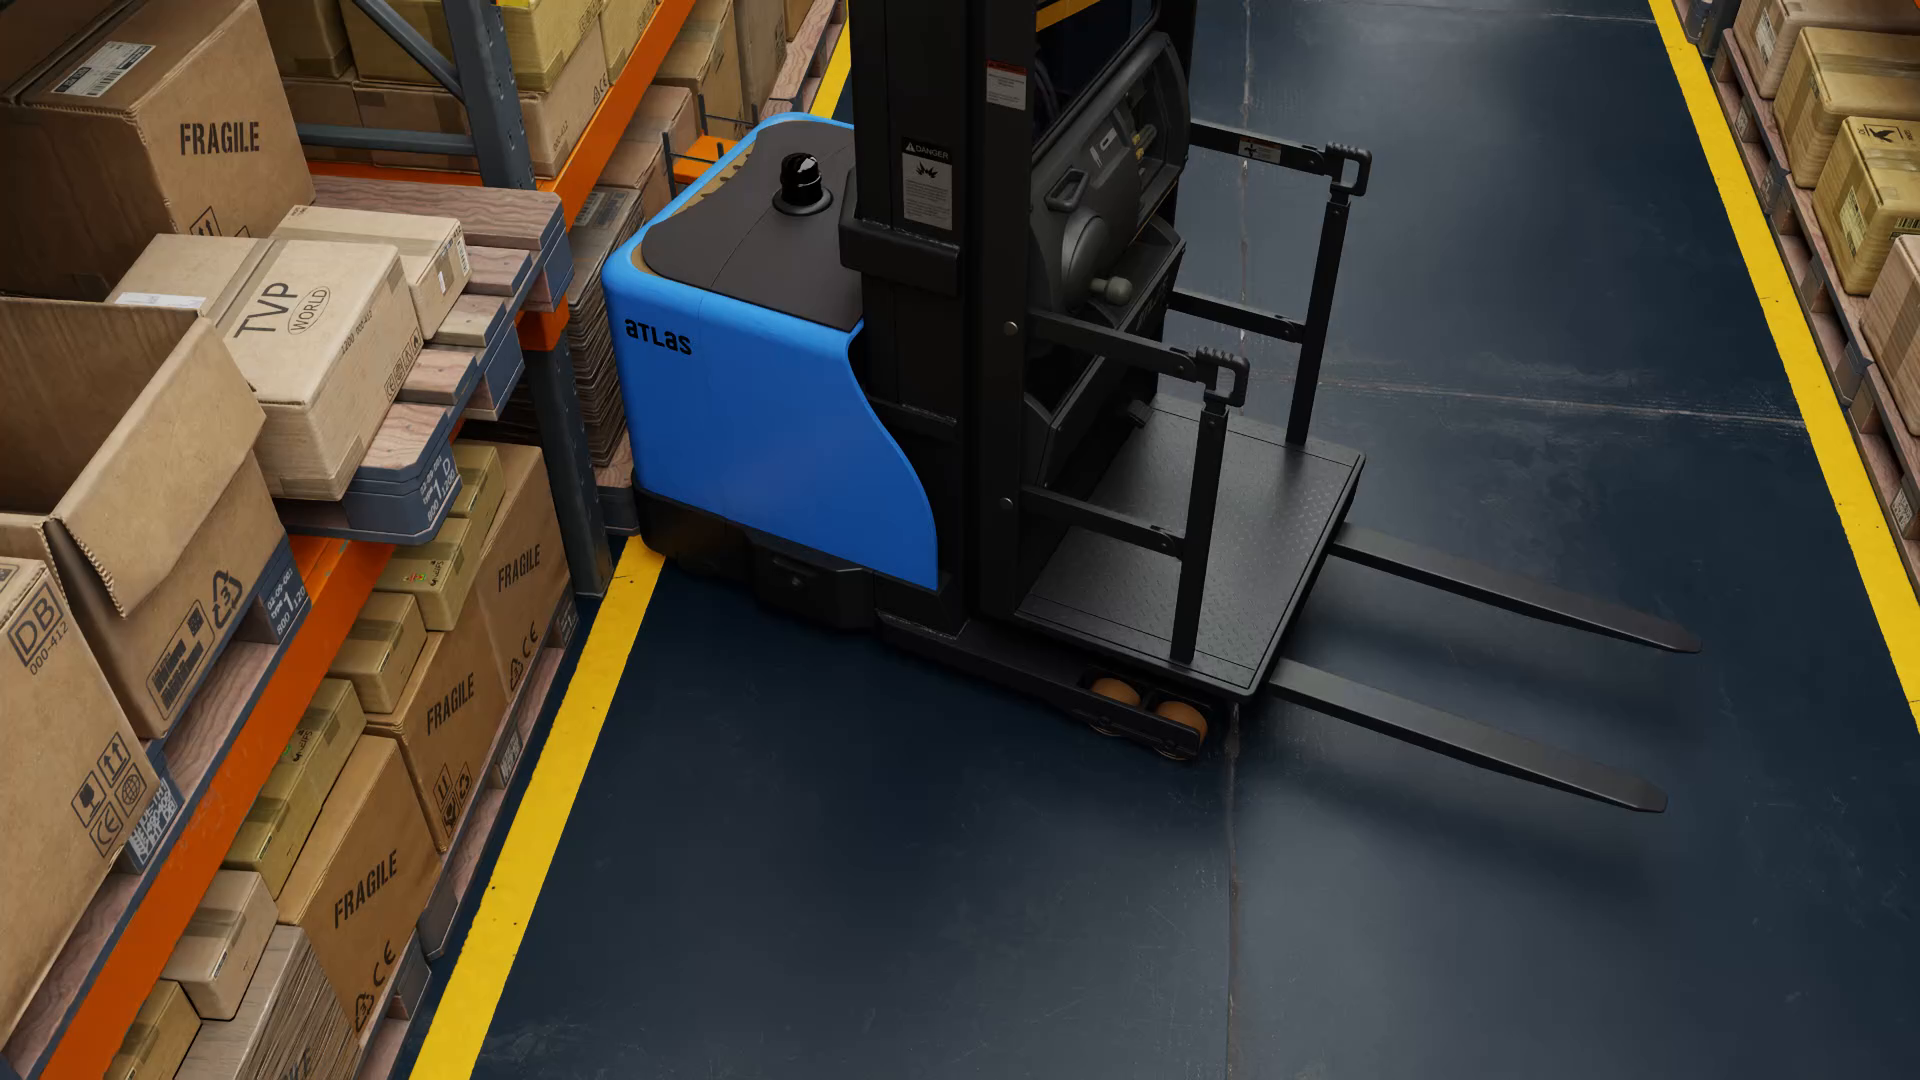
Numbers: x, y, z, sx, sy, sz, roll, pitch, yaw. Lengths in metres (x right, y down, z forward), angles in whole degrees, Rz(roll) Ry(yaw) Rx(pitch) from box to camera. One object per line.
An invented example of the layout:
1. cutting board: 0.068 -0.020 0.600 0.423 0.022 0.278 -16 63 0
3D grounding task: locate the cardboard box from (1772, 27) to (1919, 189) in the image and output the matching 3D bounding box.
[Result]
1. cardboard box: 3.718 -1.623 6.388 0.950 0.372 0.625 8 44 8

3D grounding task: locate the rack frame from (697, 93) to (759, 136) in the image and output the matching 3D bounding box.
1. rack frame: -0.721 -0.991 5.526 0.200 1.050 0.008 14 46 14

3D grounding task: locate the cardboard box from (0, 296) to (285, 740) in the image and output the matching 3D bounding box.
1. cardboard box: -1.605 -0.056 2.746 0.797 0.503 0.637 4 44 5

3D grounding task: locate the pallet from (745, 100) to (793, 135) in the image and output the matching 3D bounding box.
1. pallet: -1.261 -1.369 6.542 1.003 0.211 1.213 5 44 6

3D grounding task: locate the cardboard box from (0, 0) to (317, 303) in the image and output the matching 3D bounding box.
1. cardboard box: -1.795 -0.847 3.585 0.500 0.500 0.500 7 44 7

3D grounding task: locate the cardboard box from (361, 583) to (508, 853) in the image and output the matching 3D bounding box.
1. cardboard box: -1.492 0.408 4.150 0.500 0.500 0.500 5 44 5

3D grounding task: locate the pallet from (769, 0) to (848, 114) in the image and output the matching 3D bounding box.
1. pallet: -1.102 -2.203 7.423 1.003 0.211 1.213 5 44 6

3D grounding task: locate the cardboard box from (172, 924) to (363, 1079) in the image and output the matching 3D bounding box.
1. cardboard box: -1.609 1.121 3.397 0.500 0.500 0.500 4 44 4

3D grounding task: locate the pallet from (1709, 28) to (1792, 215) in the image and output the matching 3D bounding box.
1. pallet: 3.776 -1.729 6.922 1.003 0.211 1.213 5 44 6

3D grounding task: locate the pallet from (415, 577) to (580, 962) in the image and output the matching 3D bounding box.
1. pallet: -1.709 0.523 4.544 1.003 0.211 1.213 5 44 6

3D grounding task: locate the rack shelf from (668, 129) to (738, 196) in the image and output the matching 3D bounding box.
1. rack shelf: -0.763 -1.108 5.254 0.215 0.259 0.240 14 46 14

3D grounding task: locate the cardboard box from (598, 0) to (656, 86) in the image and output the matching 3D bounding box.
1. cardboard box: -1.200 -1.563 4.828 0.500 0.250 0.500 4 44 5

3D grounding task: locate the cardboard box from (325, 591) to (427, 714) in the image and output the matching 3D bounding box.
1. cardboard box: -1.471 0.249 3.847 0.380 0.149 0.250 4 44 4

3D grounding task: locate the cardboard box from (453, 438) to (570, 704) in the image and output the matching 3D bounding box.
1. cardboard box: -1.415 0.068 4.509 0.500 0.500 0.500 6 44 7

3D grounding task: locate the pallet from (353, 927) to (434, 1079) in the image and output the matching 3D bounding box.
1. pallet: -1.872 1.352 3.668 1.003 0.211 1.213 5 44 6

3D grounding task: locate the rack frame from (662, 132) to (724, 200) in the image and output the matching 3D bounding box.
1. rack frame: -0.802 -0.831 5.361 0.200 1.050 0.008 14 46 14

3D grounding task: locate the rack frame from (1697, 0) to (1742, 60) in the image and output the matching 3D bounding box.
1. rack frame: 3.877 -3.272 6.524 1.000 3.000 0.127 5 44 6

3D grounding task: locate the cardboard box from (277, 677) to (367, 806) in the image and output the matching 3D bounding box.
1. cardboard box: -1.550 0.424 3.661 0.380 0.149 0.250 6 44 7

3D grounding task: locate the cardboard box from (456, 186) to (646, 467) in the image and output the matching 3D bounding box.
1. cardboard box: -1.476 -0.709 5.239 0.875 0.625 0.625 7 44 7

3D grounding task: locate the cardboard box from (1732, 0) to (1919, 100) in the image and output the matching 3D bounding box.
1. cardboard box: 3.810 -2.113 6.906 0.950 0.372 0.625 6 44 6

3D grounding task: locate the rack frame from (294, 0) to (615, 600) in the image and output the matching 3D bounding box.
1. rack frame: -1.572 -0.995 4.119 1.000 3.000 0.127 5 44 6

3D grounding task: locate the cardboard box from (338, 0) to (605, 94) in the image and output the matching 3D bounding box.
1. cardboard box: -1.247 -1.400 4.292 0.500 0.250 0.500 5 44 5

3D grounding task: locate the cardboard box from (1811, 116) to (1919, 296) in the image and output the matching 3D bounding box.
1. cardboard box: 3.628 -1.149 5.887 0.950 0.372 0.625 7 44 7

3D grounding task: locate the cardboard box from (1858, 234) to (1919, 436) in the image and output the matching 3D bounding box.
1. cardboard box: 3.522 -0.632 5.342 0.950 0.372 0.625 4 44 5

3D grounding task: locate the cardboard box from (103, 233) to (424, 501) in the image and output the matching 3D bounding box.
1. cardboard box: -1.391 -0.344 3.236 0.500 0.250 0.500 3 44 4

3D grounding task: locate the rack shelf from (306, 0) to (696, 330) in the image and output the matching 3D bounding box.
1. rack shelf: -1.308 -2.097 5.806 1.077 0.370 4.000 5 44 6

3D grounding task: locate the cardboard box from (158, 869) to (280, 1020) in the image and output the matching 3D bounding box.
1. cardboard box: -1.590 0.786 3.280 0.380 0.149 0.250 3 44 4

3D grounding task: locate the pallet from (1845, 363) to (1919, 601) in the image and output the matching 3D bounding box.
1. pallet: 3.453 -0.066 5.166 1.003 0.211 1.213 5 44 6

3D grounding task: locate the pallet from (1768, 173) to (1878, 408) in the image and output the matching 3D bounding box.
1. pallet: 3.617 -0.895 6.042 1.003 0.211 1.213 5 44 6

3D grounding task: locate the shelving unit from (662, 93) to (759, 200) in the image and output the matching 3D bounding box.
1. shelving unit: -0.761 -0.911 5.444 0.215 1.050 0.252 14 46 14

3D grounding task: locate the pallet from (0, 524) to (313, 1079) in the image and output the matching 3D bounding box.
1. pallet: -1.825 0.401 2.785 1.003 0.211 1.213 5 44 6

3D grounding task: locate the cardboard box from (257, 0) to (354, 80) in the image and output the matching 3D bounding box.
1. cardboard box: -1.788 -1.453 4.349 0.500 0.250 0.500 6 44 6

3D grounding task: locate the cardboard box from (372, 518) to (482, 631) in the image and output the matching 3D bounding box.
1. cardboard box: -1.392 0.073 4.032 0.380 0.149 0.250 3 44 3

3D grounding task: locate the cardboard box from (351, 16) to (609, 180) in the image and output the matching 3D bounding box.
1. cardboard box: -1.272 -1.221 4.467 0.500 0.250 0.500 5 44 6

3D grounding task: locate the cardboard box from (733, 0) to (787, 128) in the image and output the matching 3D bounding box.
1. cardboard box: -1.212 -2.126 6.736 0.875 0.625 0.625 5 44 5

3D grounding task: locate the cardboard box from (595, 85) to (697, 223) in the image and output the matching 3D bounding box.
1. cardboard box: -1.398 -1.155 5.710 0.875 0.625 0.625 7 44 7

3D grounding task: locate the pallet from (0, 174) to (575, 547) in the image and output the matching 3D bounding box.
1. pallet: -1.592 -0.457 3.690 1.213 0.211 1.003 5 44 6

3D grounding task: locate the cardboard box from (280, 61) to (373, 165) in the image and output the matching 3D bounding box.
1. cardboard box: -1.767 -1.270 4.519 0.500 0.250 0.500 4 44 5

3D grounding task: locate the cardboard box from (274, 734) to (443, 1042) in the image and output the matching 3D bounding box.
1. cardboard box: -1.558 0.765 3.773 0.500 0.500 0.500 7 44 7

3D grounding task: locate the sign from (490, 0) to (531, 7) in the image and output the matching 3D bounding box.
1. sign: -1.033 -1.344 3.703 0.100 0.325 0.005 5 44 6

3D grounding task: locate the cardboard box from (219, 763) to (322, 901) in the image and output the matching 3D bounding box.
1. cardboard box: -1.583 0.595 3.481 0.380 0.149 0.250 5 44 5

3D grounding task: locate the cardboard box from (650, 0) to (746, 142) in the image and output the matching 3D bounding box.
1. cardboard box: -1.309 -1.614 6.194 0.875 0.625 0.625 4 44 4

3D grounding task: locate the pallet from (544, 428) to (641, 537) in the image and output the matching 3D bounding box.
1. pallet: -1.425 -0.540 5.667 1.003 0.211 1.213 5 44 6

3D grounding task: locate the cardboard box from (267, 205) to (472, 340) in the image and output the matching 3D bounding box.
1. cardboard box: -1.279 -0.574 3.551 0.380 0.149 0.250 6 44 6

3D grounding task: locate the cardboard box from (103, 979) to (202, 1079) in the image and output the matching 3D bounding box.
1. cardboard box: -1.673 0.948 3.108 0.380 0.149 0.250 5 44 6

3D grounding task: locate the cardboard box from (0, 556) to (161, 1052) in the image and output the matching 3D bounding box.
1. cardboard box: -1.643 0.345 2.326 0.700 0.500 0.500 5 44 5

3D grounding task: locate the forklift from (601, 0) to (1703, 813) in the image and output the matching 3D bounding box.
1. forklift: 0.564 -0.876 4.043 3.031 2.935 1.130 18 46 18

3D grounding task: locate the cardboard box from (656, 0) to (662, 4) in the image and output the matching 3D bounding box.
1. cardboard box: -1.139 -1.915 5.199 0.500 0.250 0.500 4 44 4

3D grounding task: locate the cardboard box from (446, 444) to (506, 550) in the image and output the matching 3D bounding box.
1. cardboard box: -1.387 -0.116 4.231 0.380 0.149 0.250 3 44 3

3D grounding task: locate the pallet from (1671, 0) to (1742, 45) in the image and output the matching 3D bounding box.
1. pallet: 3.931 -2.721 7.970 1.003 0.211 1.213 5 44 6

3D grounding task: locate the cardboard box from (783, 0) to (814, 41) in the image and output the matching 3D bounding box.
1. cardboard box: -1.101 -2.655 7.294 0.875 0.625 0.625 7 44 7

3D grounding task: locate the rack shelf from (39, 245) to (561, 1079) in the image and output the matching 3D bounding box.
1. rack shelf: -1.837 0.629 2.927 1.077 0.370 4.000 5 44 6
